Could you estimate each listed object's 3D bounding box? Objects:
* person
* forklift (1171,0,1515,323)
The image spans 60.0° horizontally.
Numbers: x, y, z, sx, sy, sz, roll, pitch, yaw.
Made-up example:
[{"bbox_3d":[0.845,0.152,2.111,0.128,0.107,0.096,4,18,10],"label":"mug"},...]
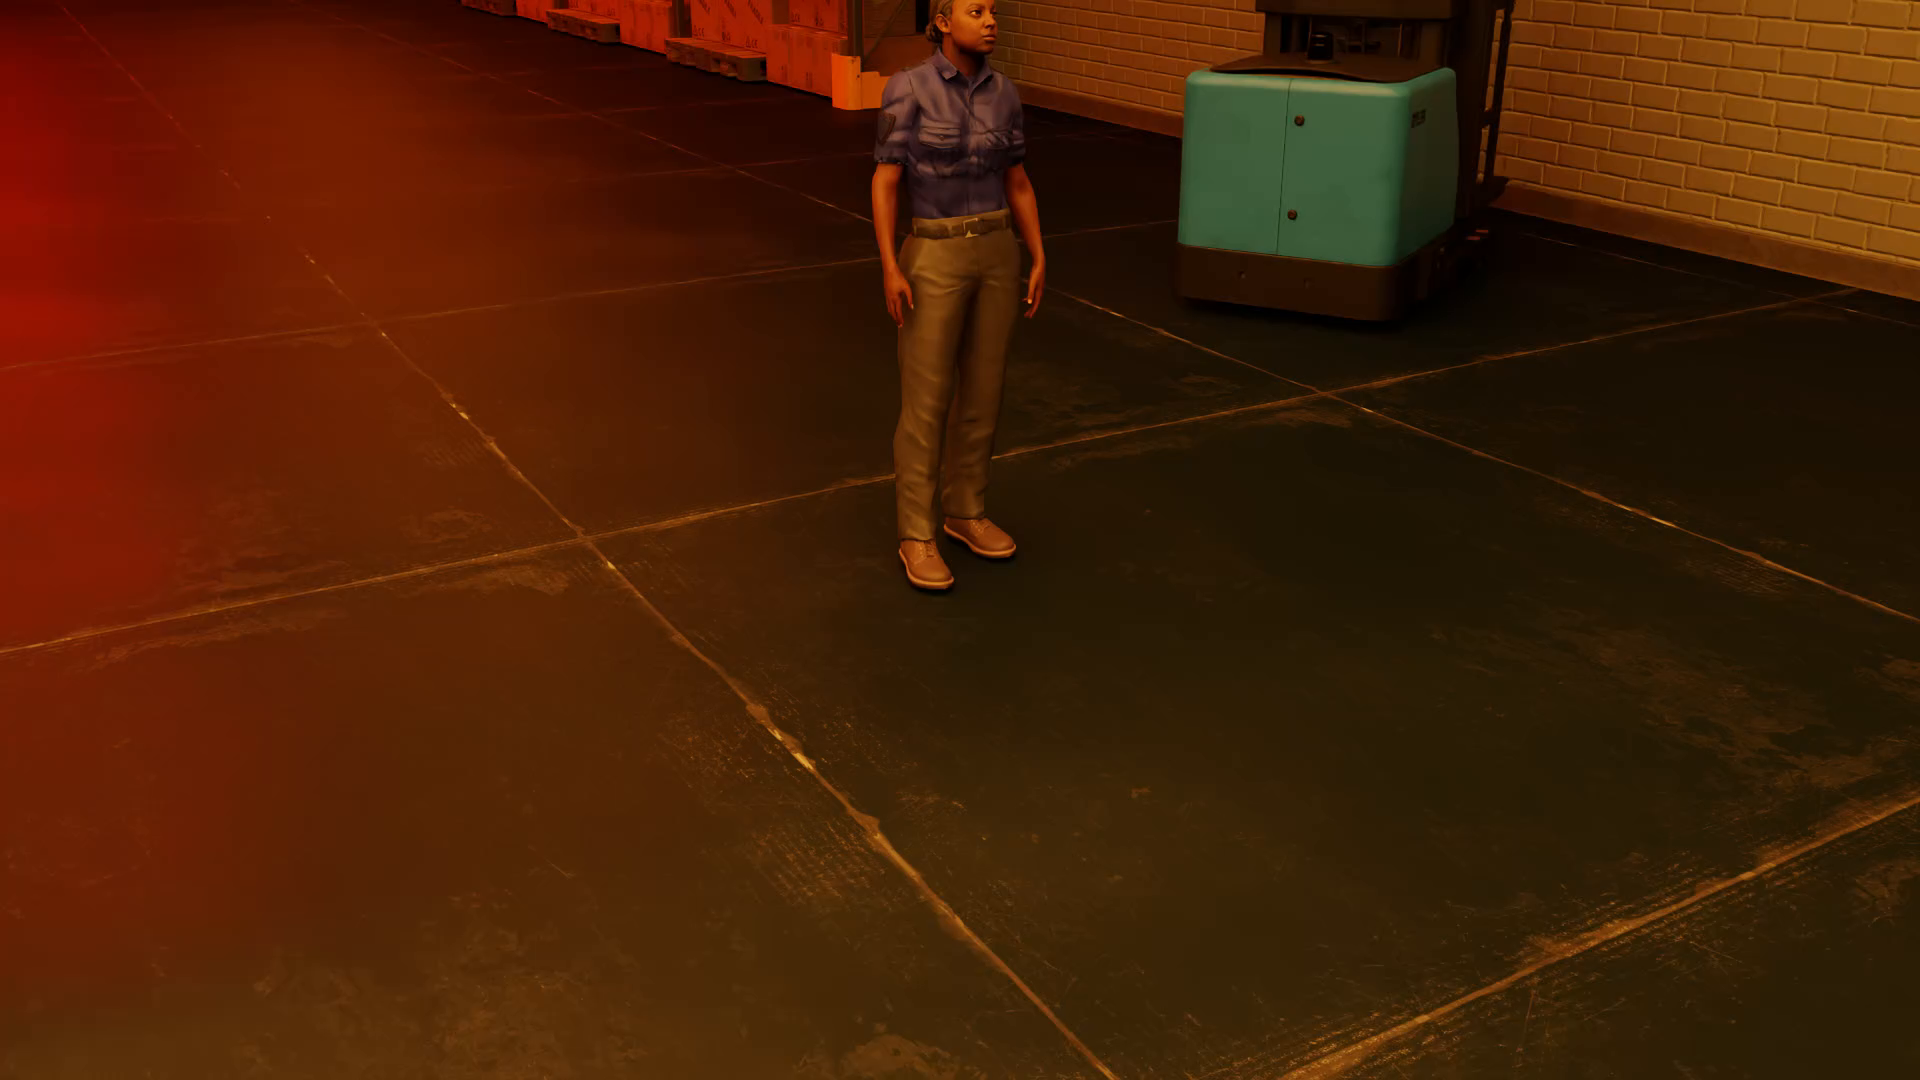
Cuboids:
[{"bbox_3d":[0.027,-0.739,4.738,0.570,1.656,0.503,-12,25,-28],"label":"person"},{"bbox_3d":[2.155,-2.829,8.167,1.130,2.935,3.031,12,25,27],"label":"forklift"}]
